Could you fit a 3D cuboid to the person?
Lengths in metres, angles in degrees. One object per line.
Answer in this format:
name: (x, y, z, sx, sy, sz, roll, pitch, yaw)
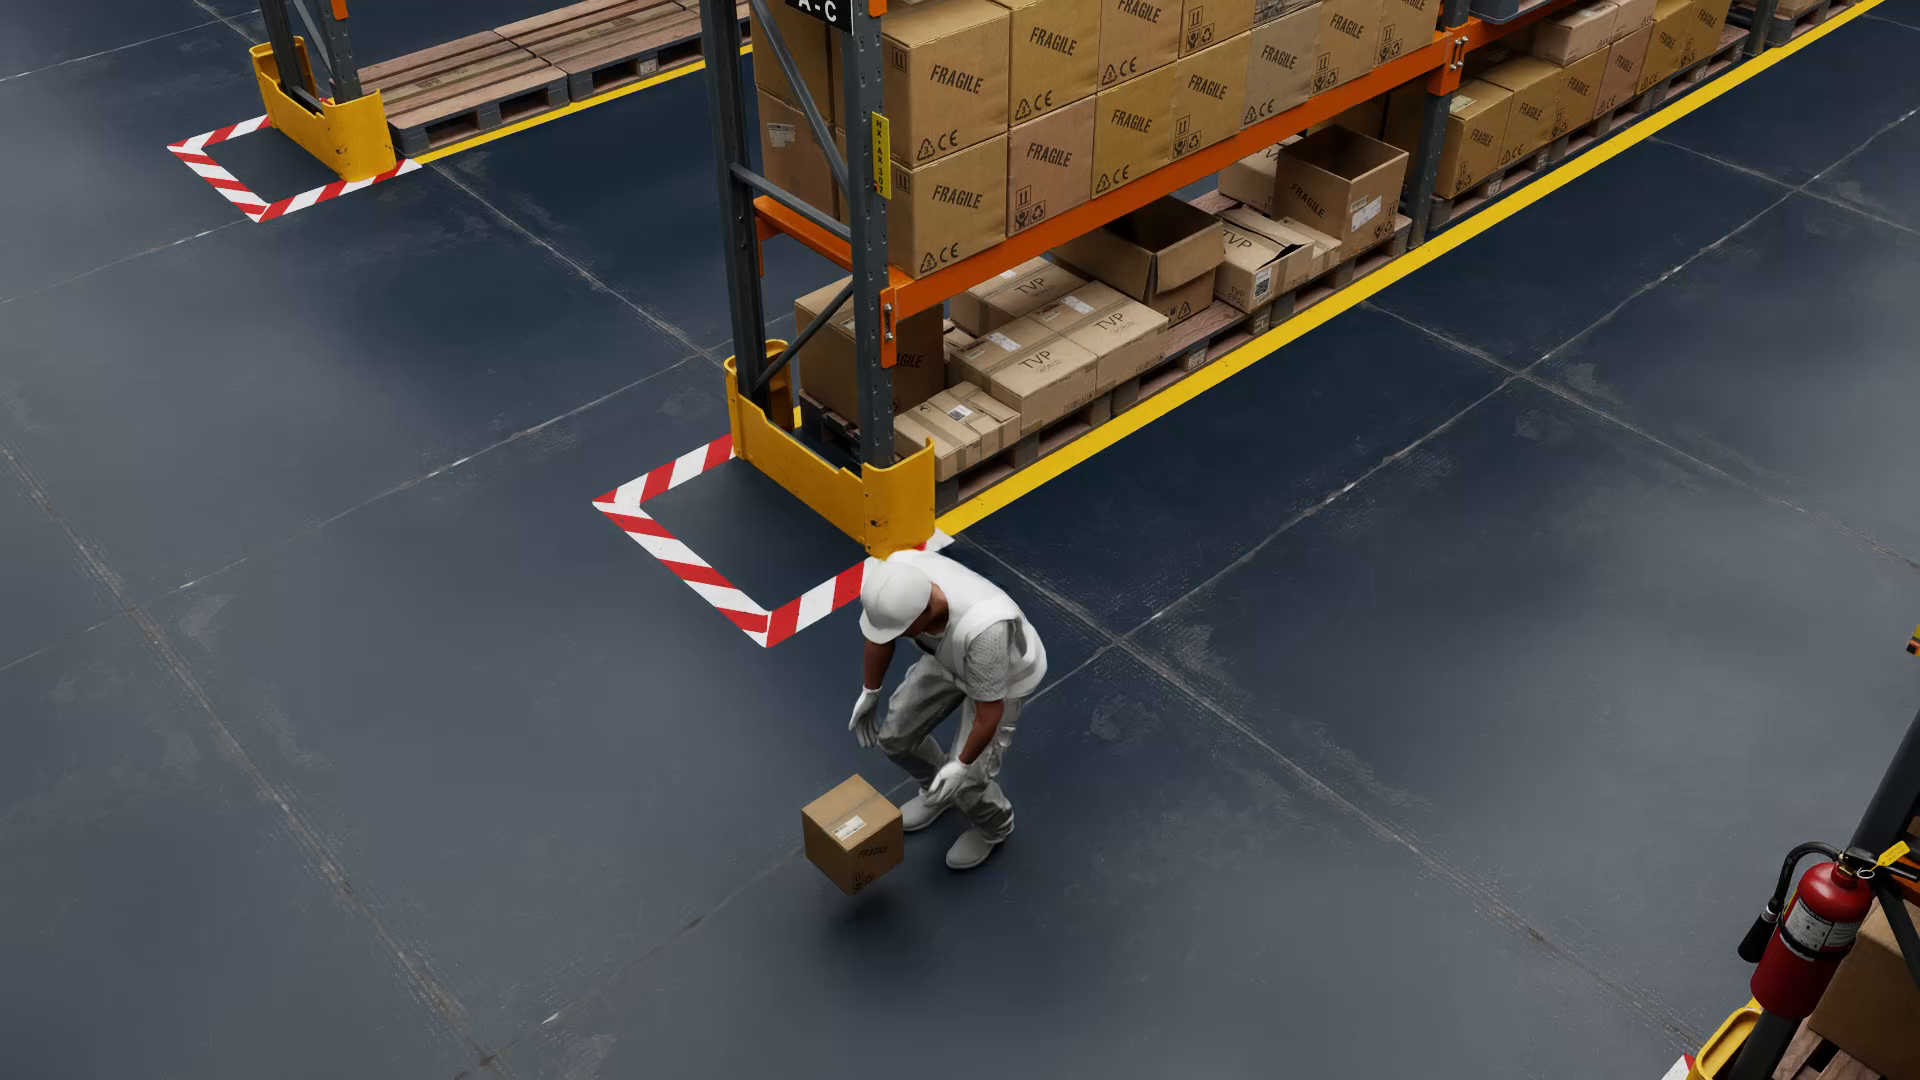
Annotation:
person: (-0.021, 0.547, 5.723, 0.737, 1.470, 0.611, -30, 48, -31)
